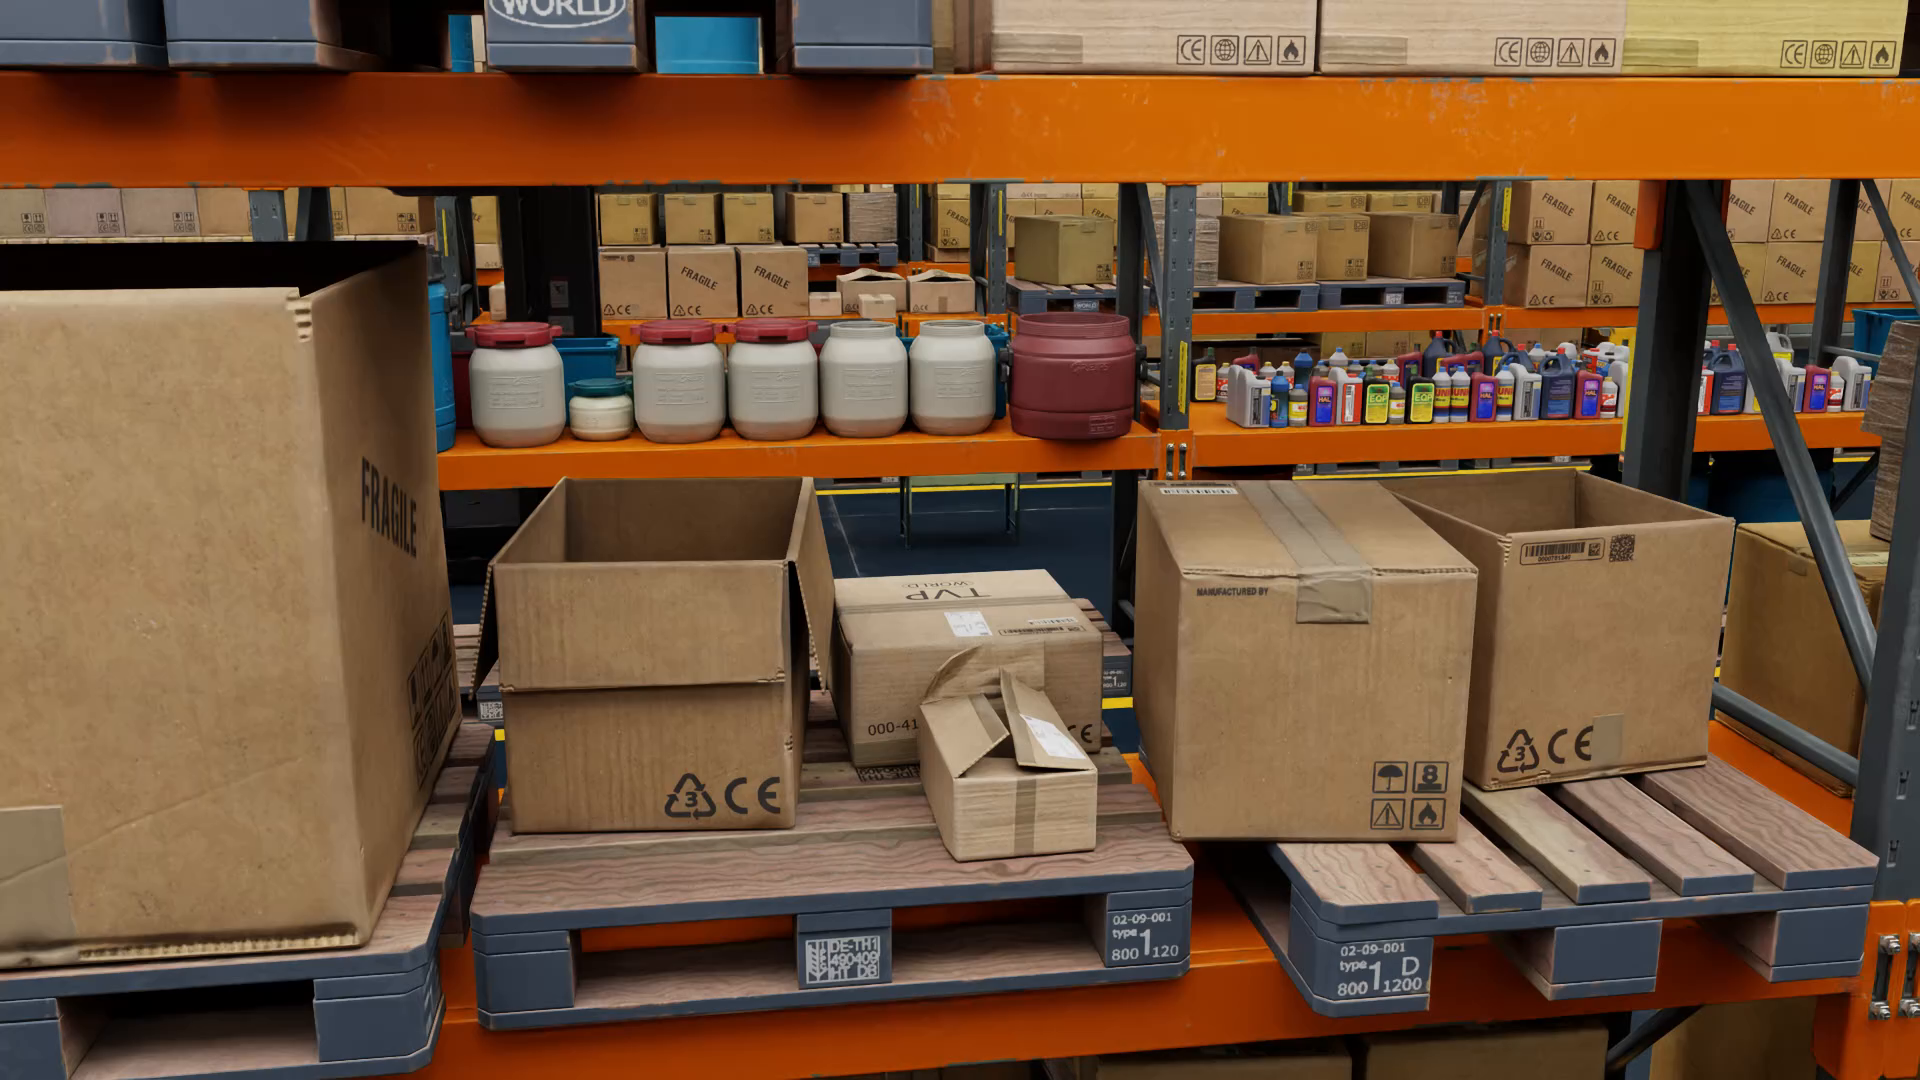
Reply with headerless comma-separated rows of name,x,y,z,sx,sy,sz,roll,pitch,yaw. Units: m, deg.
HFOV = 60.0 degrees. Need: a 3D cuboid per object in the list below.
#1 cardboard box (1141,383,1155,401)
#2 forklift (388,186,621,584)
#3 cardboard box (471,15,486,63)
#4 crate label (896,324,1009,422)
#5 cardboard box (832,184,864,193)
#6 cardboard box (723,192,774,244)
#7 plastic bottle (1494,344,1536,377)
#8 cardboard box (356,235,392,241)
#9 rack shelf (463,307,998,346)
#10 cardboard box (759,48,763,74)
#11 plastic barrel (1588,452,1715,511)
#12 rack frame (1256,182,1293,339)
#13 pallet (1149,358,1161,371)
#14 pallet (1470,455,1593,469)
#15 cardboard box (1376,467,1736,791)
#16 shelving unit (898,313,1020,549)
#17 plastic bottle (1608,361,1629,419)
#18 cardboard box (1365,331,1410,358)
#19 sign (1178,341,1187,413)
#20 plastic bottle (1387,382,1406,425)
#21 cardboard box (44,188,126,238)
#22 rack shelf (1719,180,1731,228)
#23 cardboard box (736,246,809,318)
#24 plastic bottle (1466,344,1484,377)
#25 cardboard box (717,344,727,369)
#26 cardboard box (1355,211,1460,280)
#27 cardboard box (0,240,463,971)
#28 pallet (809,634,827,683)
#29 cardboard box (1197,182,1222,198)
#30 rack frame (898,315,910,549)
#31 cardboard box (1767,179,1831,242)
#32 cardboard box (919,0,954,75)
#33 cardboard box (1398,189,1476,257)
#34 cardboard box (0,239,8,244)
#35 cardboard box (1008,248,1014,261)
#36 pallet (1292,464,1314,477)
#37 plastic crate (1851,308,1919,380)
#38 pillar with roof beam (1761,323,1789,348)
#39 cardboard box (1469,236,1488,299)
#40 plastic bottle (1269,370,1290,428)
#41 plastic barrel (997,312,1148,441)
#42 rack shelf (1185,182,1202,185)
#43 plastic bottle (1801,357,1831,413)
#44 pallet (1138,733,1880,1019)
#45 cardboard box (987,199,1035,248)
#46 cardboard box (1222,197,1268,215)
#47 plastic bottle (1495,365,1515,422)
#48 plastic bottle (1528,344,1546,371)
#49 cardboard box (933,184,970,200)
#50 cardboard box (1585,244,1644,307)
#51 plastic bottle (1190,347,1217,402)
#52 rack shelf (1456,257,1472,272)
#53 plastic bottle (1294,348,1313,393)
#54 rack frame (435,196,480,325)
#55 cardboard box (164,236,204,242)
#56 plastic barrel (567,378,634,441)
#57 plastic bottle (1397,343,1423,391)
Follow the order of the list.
cardboard box,1.223,-0.971,13.163,0.500,0.500,0.500,-3,14,-10
forklift,-2.962,-1.286,10.325,3.031,2.935,1.130,-2,14,-9
cardboard box,-4.939,-4.963,16.378,0.500,0.500,0.500,-3,14,-13
crate label,-0.075,-0.857,8.399,0.616,0.435,0.502,-2,14,-8
cardboard box,-1.181,-3.735,17.506,0.250,0.149,0.380,-5,15,-18
cardboard box,-2.221,-3.386,17.445,0.500,0.500,0.700,-2,14,-8
plastic bottle,2.797,-0.811,8.392,0.185,0.351,0.144,-2,14,-8
cardboard box,-4.224,-2.151,12.092,0.250,0.149,0.380,-2,14,-9
rack shelf,-1.765,-1.581,12.838,4.000,0.370,1.077,-2,14,-8
cardboard box,-1.310,-3.517,12.357,0.500,0.250,0.500,-2,14,-9
plastic barrel,3.662,-0.100,8.905,0.708,0.901,0.600,-2,14,-8
rack frame,3.427,-3.339,18.368,0.127,3.000,1.000,-2,14,-8
pallet,2.675,-1.940,18.523,1.213,0.211,1.003,-2,14,-8
pallet,4.848,-0.819,14.055,1.213,0.211,1.003,-2,14,-8
cardboard box,1.157,0.158,3.358,0.500,0.500,0.500,-4,15,-15
shelving unit,-0.007,-0.727,11.038,0.755,1.500,0.431,-2,14,-8
plastic bottle,3.339,-0.759,8.335,0.135,0.276,0.152,-2,14,-8
cardboard box,4.679,-2.350,18.700,0.500,0.500,0.700,-2,14,-9
sign,1.036,-0.758,7.741,0.005,0.325,0.100,-2,14,-8
plastic bottle,2.131,-0.671,8.141,0.097,0.201,0.097,0,14,0
cardboard box,-6.164,-2.445,11.931,0.500,0.500,0.700,-2,14,-8
rack shelf,3.663,-0.798,3.549,4.000,0.370,1.077,-2,14,-8
cardboard box,-1.444,-1.986,12.769,0.500,0.500,0.500,-3,14,-11
plastic bottle,2.738,-0.910,8.922,0.133,0.283,0.061,-2,14,-8
cardboard box,-2.745,-2.120,17.743,0.500,0.500,0.700,-2,14,-8
cardboard box,3.667,-2.436,13.700,0.500,0.500,0.700,-7,16,-27
cardboard box,-1.464,0.036,2.816,1.000,1.000,1.000,-2,14,-8
pallet,-1.028,0.604,8.379,1.213,0.211,1.003,-2,14,-8
cardboard box,2.496,-3.810,17.849,0.500,0.250,0.500,-2,14,-7
rack frame,-0.369,-0.714,10.986,0.023,1.500,0.400,-2,14,-8
cardboard box,6.713,-2.705,13.580,0.500,0.500,0.500,-2,14,-7
cardboard box,0.168,-1.006,3.210,0.500,0.250,0.500,-2,14,-7
cardboard box,5.406,-3.554,18.609,0.700,0.700,0.980,-3,14,-11
cardboard box,-6.770,-2.057,11.718,0.250,0.149,0.380,-2,14,-8
cardboard box,0.588,-3.073,17.783,0.250,0.149,0.380,-2,14,-9
pallet,2.161,-0.711,13.623,1.213,0.211,1.003,-2,14,-8
plastic crate,5.313,-1.076,9.255,0.575,0.384,0.392,-2,14,-8
pillar with roof beam,10.564,-5.664,15.307,0.400,9.000,9.100,-2,14,-8
cardboard box,4.624,-2.276,13.923,0.500,0.500,0.500,-2,14,-7
plastic bottle,1.542,-0.684,8.046,0.097,0.271,0.097,0,14,0
plastic barrel,0.534,-0.787,7.914,0.708,0.536,0.600,-2,14,-8
rack shelf,2.925,-1.989,8.299,4.000,0.370,1.077,-2,14,-8
plastic bottle,4.339,-0.788,8.436,0.133,0.283,0.061,-2,14,-8
pallet,0.996,0.525,3.355,1.003,0.211,1.213,-2,14,-8
cardboard box,0.509,-3.369,17.631,0.500,0.500,0.500,-2,14,-6
cardboard box,3.008,-3.464,18.009,0.500,0.500,0.500,-2,14,-9
plastic bottle,2.684,-0.726,8.213,0.097,0.271,0.097,0,14,0
plastic bottle,3.125,-0.928,9.022,0.097,0.271,0.097,0,14,0
cardboard box,-0.013,-3.715,17.470,0.500,0.250,0.500,-2,14,-7
cardboard box,5.219,-2.168,13.494,0.500,0.500,0.500,-2,14,-7
plastic bottle,1.284,-0.871,8.770,0.133,0.283,0.061,-2,14,-8
rack shelf,5.404,-3.062,18.745,4.000,0.370,1.077,-2,14,-8
plastic bottle,1.821,-0.881,8.832,0.097,0.271,0.097,0,14,0
rack frame,-3.742,-1.857,12.461,0.127,3.000,1.000,-2,14,-8
cardboard box,-5.497,-2.103,11.902,0.250,0.149,0.380,-2,14,-6
plastic barrel,-1.676,-0.610,7.771,0.301,0.262,0.301,0,14,0
plastic bottle,2.414,-0.913,8.935,0.133,0.283,0.061,-2,14,-8
